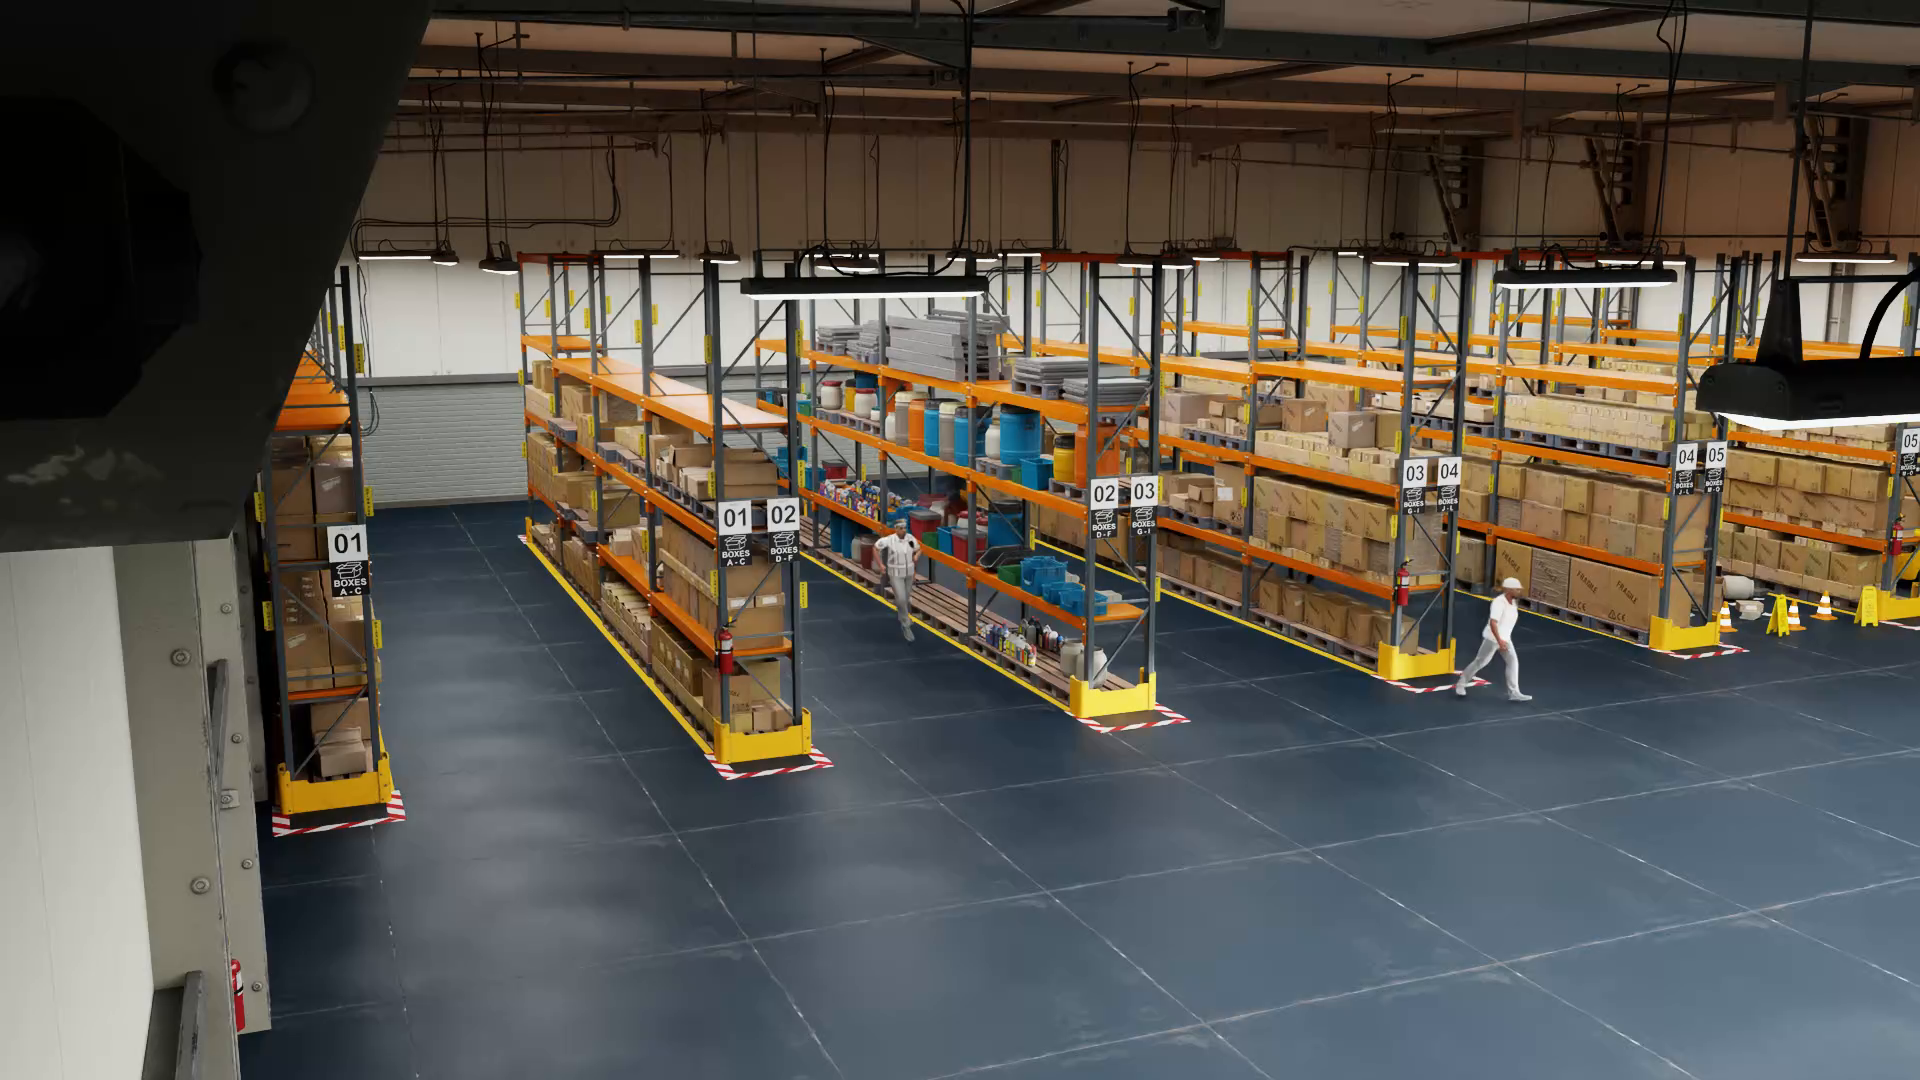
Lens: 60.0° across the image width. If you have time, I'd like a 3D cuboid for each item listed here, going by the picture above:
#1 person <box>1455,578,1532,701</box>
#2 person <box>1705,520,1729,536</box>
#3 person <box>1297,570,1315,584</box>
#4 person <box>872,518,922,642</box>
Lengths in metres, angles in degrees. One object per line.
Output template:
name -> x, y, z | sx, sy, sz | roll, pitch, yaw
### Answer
person -> 7.380, 1.355, 22.883 | 0.990, 1.702, 0.717 | 9, 13, 39
person -> 15.424, -0.500, 33.681 | 0.640, 1.508, 1.137 | -9, 14, -42
person -> 6.480, 0.119, 30.294 | 0.843, 1.561, 0.549 | 1, 10, 5
person -> -0.928, 0.577, 25.563 | 0.762, 1.894, 0.693 | -6, 12, -29
